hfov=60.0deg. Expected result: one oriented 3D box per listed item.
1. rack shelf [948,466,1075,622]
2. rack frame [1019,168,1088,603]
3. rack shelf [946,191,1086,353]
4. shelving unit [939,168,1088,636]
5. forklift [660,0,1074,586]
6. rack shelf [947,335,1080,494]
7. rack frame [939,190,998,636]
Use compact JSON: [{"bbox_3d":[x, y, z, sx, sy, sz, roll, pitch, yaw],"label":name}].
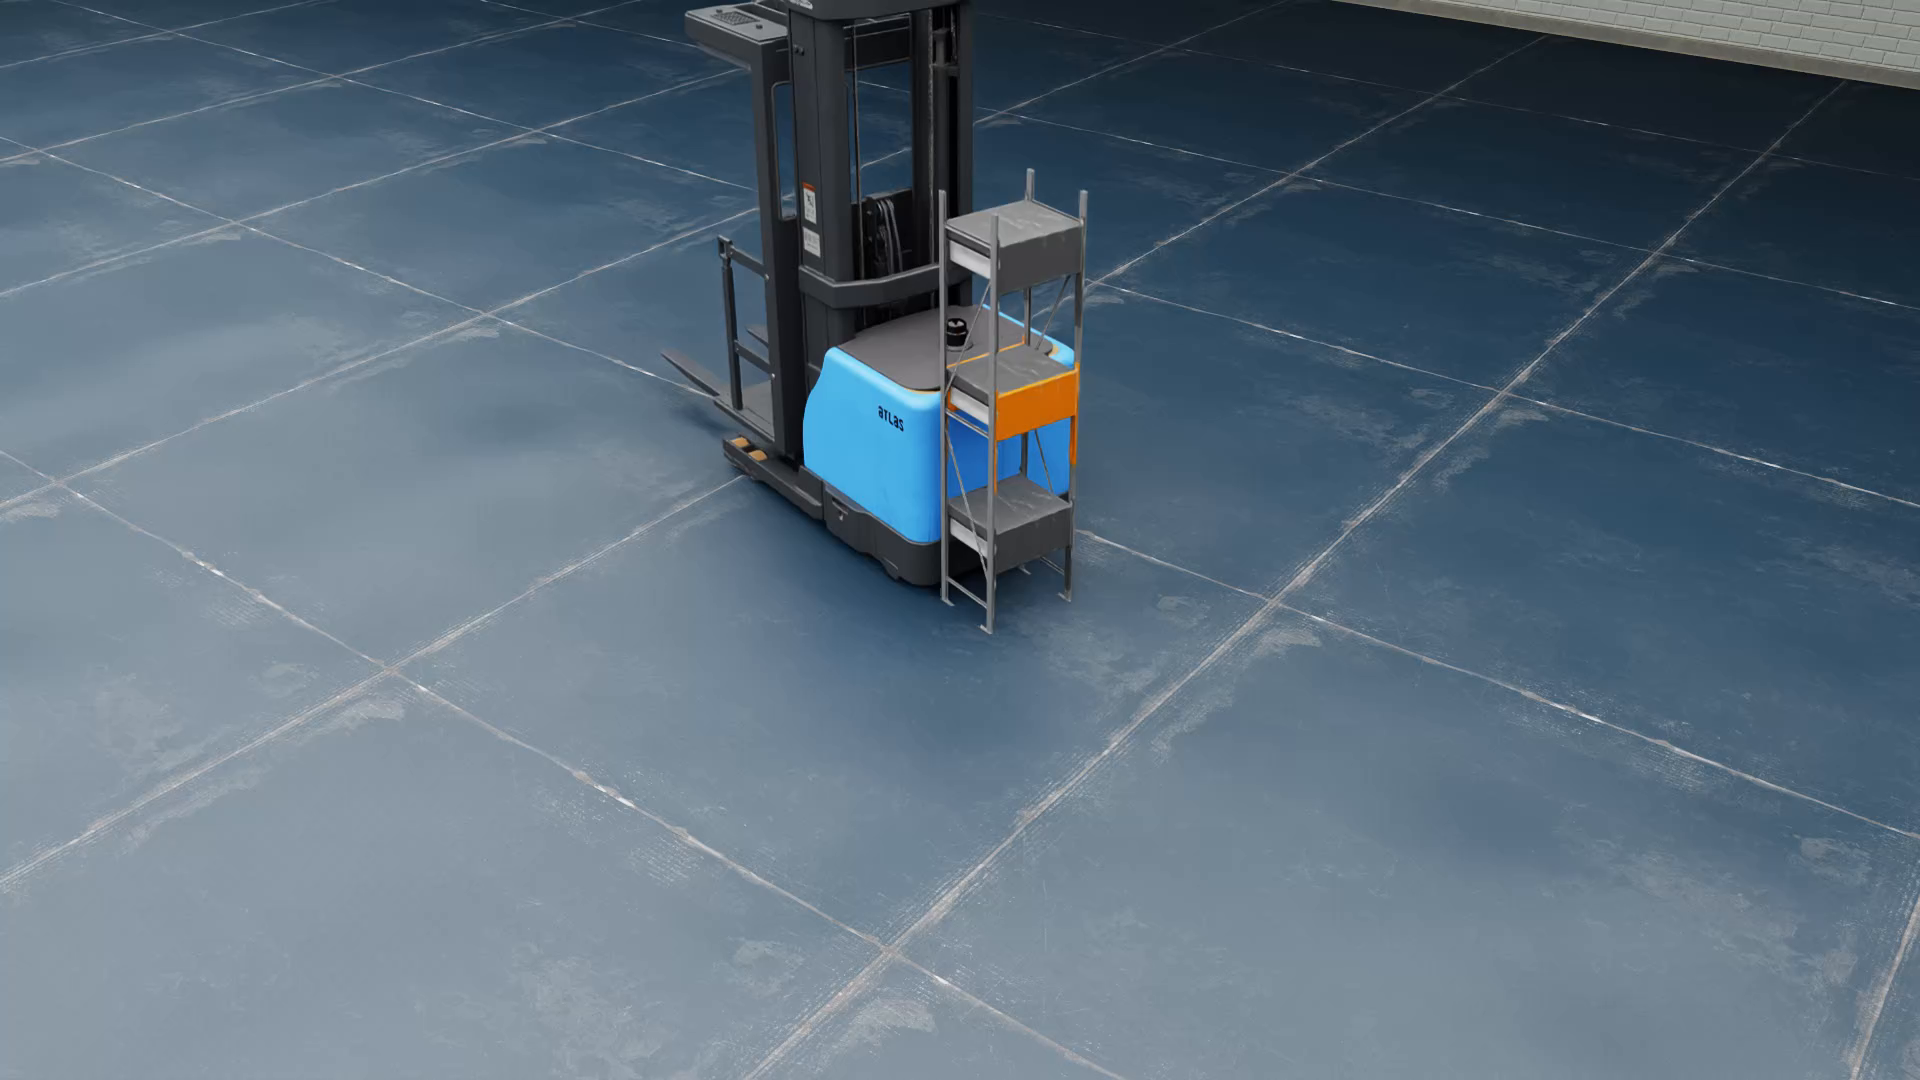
[{"bbox_3d":[0.230,0.014,8.067,0.480,0.518,0.431,-21,36,-31],"label":"rack shelf"},{"bbox_3d":[0.425,-0.675,7.829,0.015,2.100,0.400,-21,36,-31],"label":"rack frame"},{"bbox_3d":[0.230,-1.191,7.354,0.480,0.518,0.431,-21,36,-31],"label":"rack shelf"},{"bbox_3d":[0.230,-0.600,7.703,0.503,2.100,0.431,-21,36,-31],"label":"shelving unit"},{"bbox_3d":[-0.686,-1.729,8.793,1.130,2.935,3.031,-21,36,-31],"label":"forklift"},{"bbox_3d":[0.230,-0.589,7.710,0.480,0.518,0.431,-21,36,-31],"label":"rack shelf"},{"bbox_3d":[0.034,-0.526,7.578,0.015,2.100,0.400,-21,36,-31],"label":"rack frame"}]
